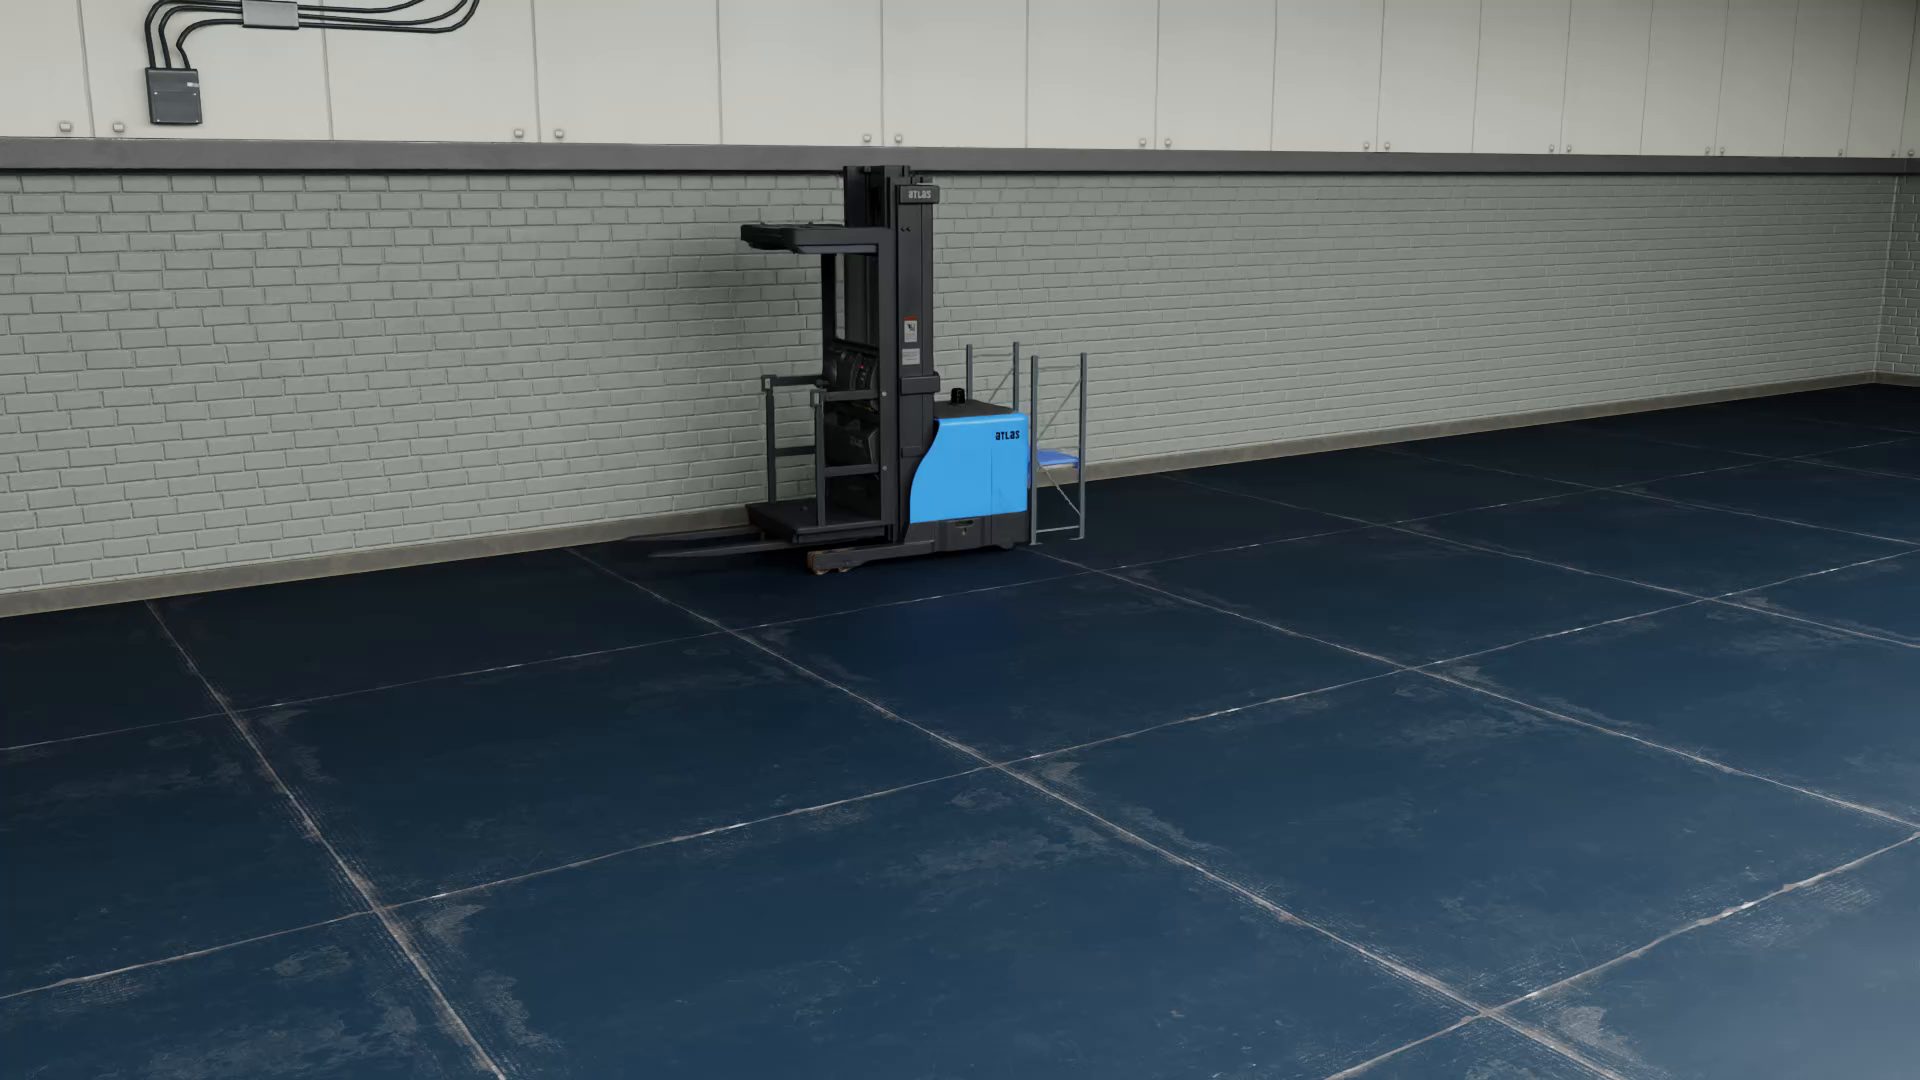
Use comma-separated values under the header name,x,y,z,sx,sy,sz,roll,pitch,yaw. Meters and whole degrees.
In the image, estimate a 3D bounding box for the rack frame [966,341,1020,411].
name,x,y,z,sx,sy,sz,roll,pitch,yaw
rack frame,0.275,-0.908,14.004,0.500,1.500,0.032,-7,14,-29

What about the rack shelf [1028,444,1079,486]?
name,x,y,z,sx,sy,sz,roll,pitch,yaw
rack shelf,0.525,-0.638,13.610,0.538,0.185,1.000,-7,14,-29

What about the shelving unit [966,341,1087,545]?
name,x,y,z,sx,sy,sz,roll,pitch,yaw
shelving unit,0.525,-0.814,13.572,0.538,1.500,1.048,-7,14,-29

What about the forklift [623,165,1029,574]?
name,x,y,z,sx,sy,sz,roll,pitch,yaw
forklift,-1.010,-1.308,12.482,3.031,2.935,1.130,-6,14,-27

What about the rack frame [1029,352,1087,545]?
name,x,y,z,sx,sy,sz,roll,pitch,yaw
rack frame,0.775,-0.719,13.140,0.500,1.500,0.032,-7,14,-29
